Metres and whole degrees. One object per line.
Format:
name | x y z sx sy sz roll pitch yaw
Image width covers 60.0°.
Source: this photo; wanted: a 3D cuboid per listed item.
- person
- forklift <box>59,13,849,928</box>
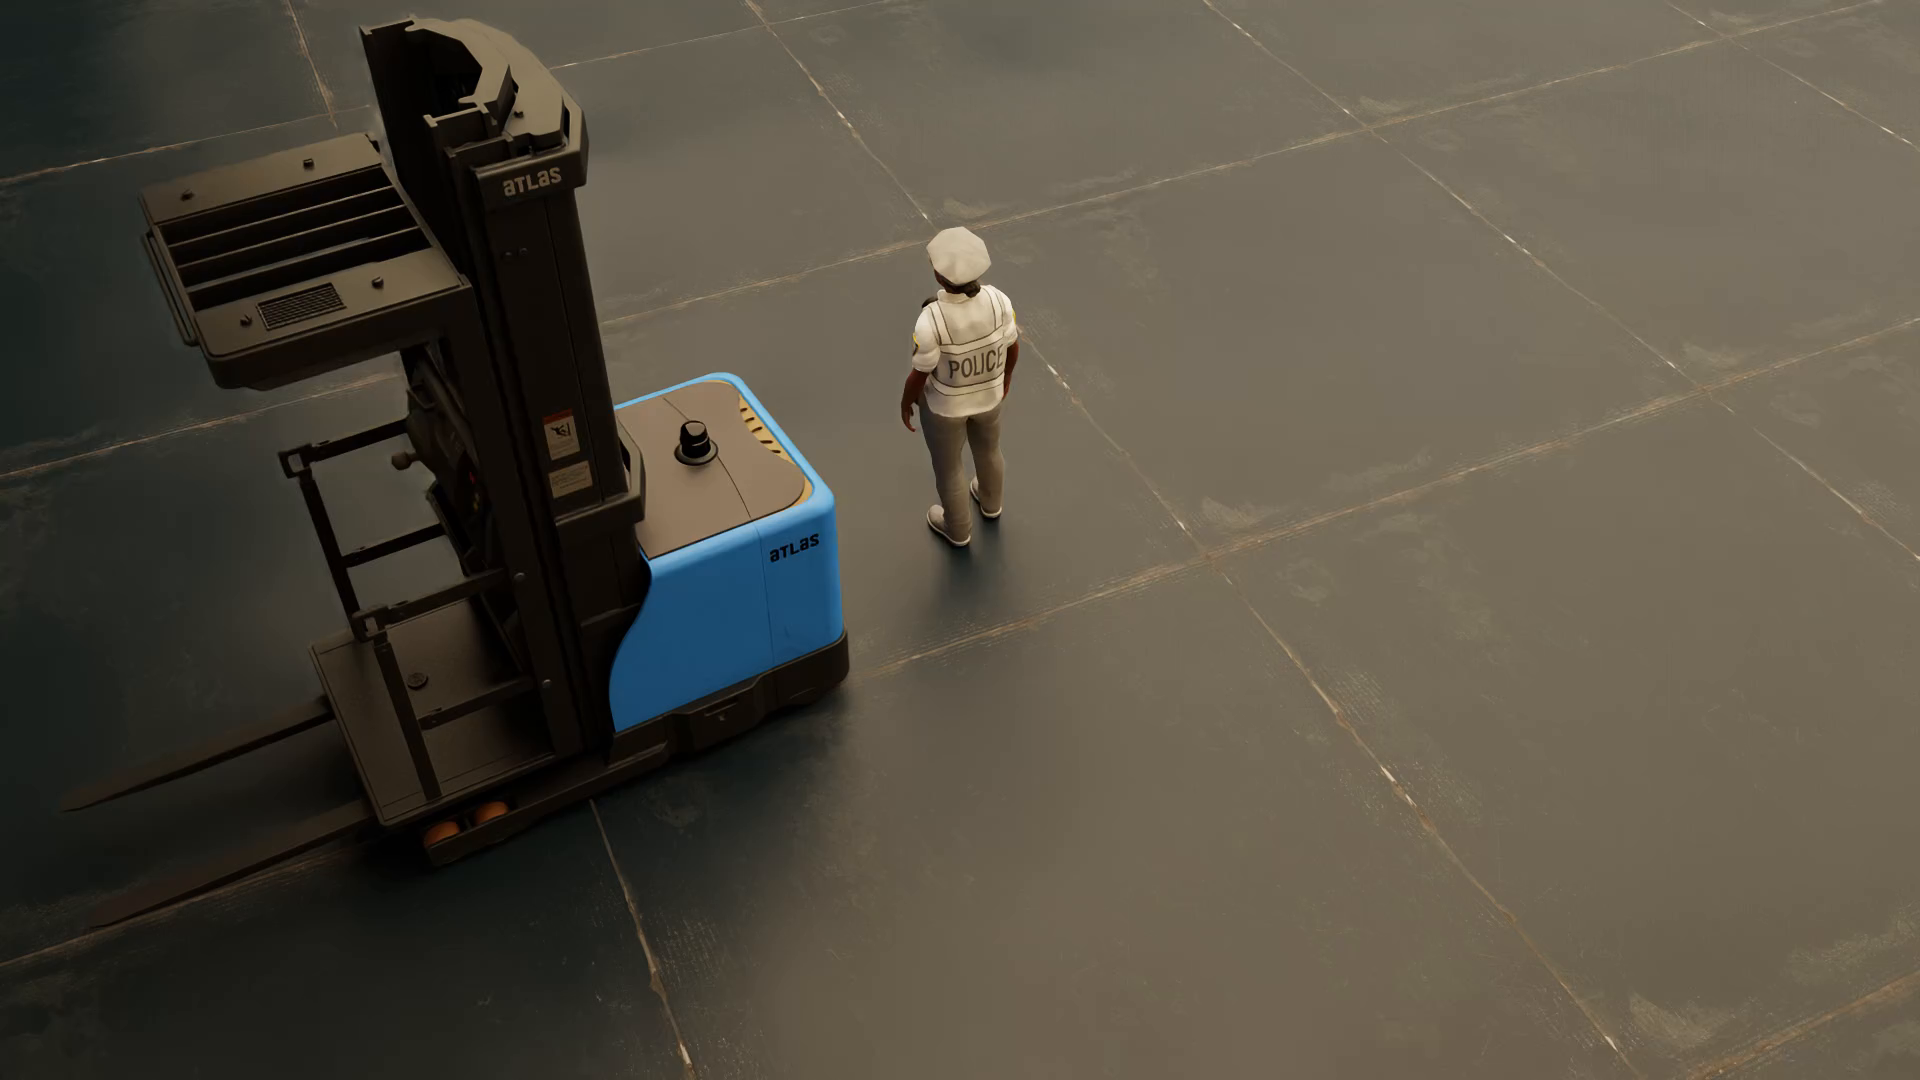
person | -0.013 -0.677 7.301 0.569 1.694 0.529 -18 46 -18
forklift | -2.007 -0.227 5.924 3.031 2.935 1.130 -22 47 -22
